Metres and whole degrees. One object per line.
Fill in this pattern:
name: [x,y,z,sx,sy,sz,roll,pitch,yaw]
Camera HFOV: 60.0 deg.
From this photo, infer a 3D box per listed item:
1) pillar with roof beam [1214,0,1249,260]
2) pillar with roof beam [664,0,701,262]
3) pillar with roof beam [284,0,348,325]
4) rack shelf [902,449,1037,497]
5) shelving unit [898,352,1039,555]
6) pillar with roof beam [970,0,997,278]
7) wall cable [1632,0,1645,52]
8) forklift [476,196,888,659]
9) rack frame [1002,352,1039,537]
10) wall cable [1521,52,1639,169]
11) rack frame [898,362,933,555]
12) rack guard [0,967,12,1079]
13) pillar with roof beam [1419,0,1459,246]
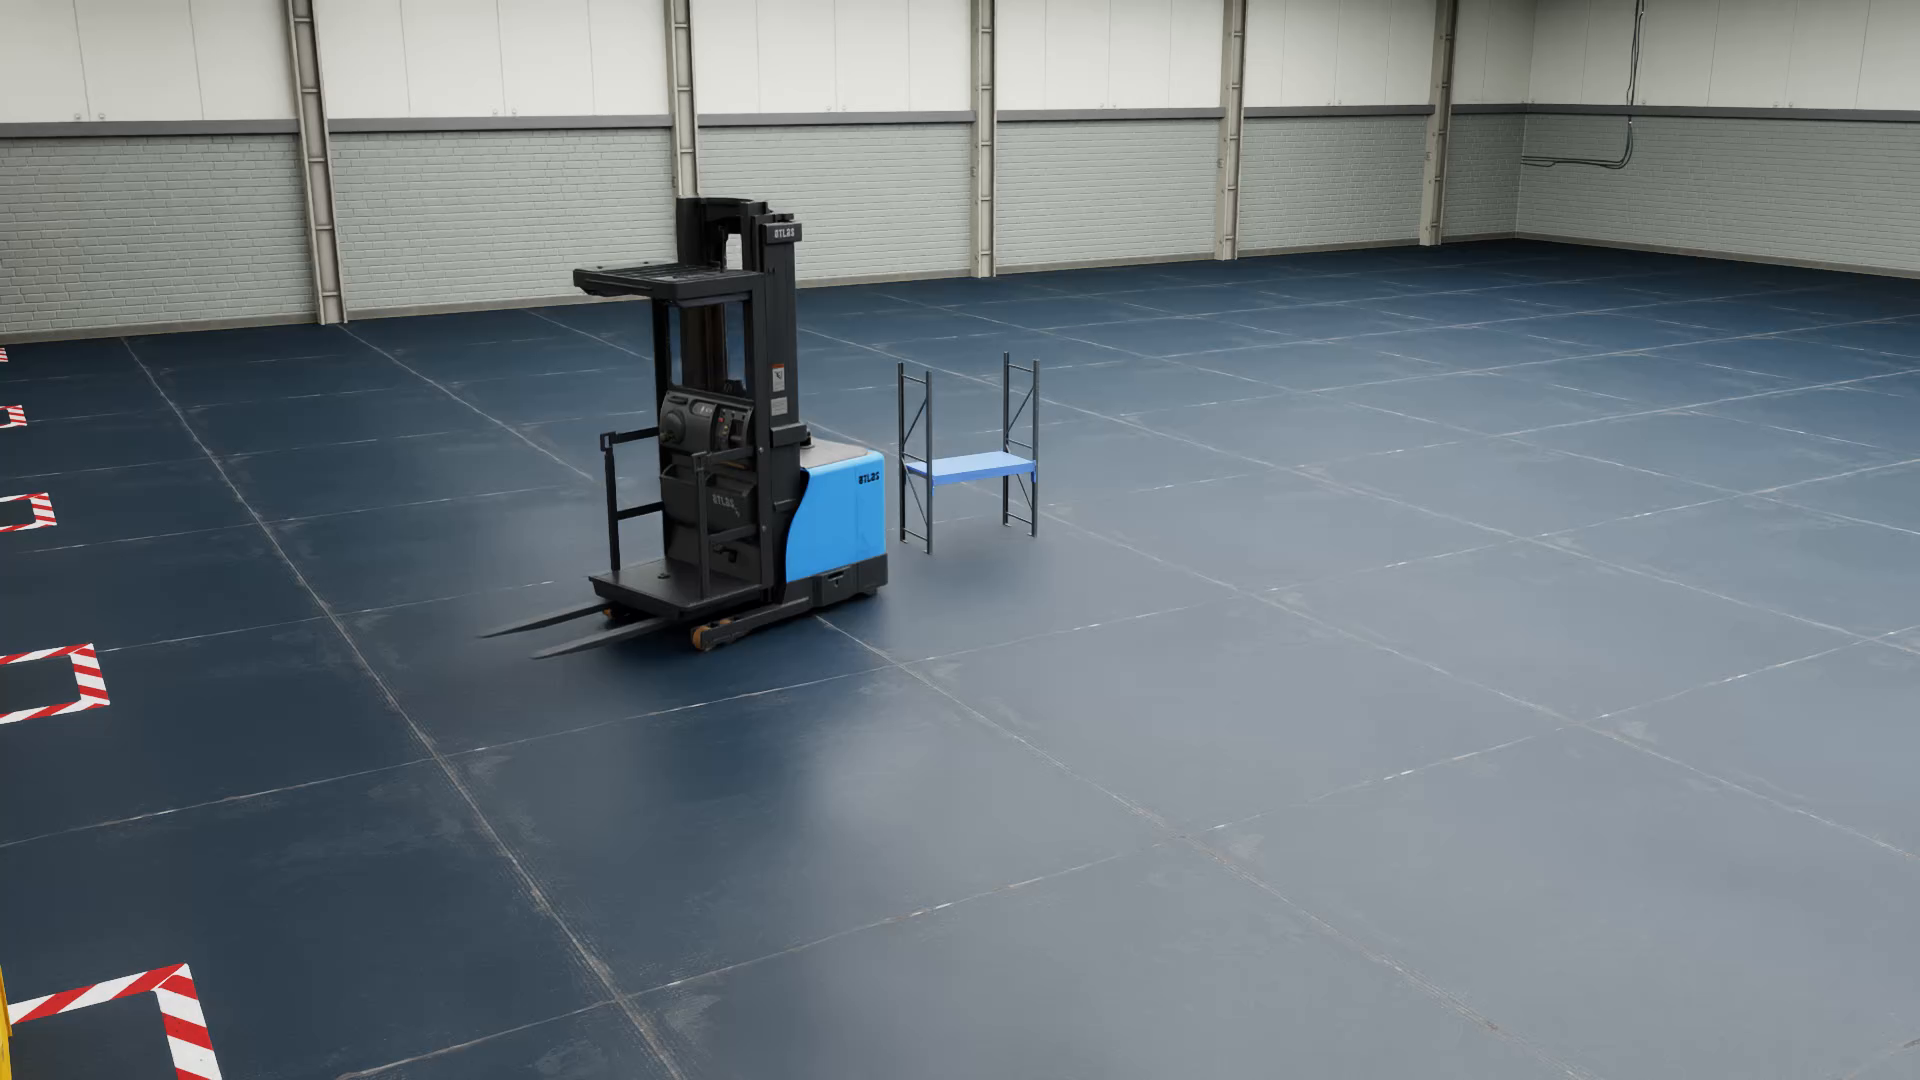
pillar with roof beam: [7.802,-9.252,30.244,0.400,9.000,9.100,-9,18,-30]
pillar with roof beam: [-2.484,-7.584,24.293,0.400,9.000,9.100,-9,18,-30]
pillar with roof beam: [-7.627,-6.750,21.318,0.400,9.000,9.100,-9,18,-30]
rack shelf: [0.073,-0.561,13.798,1.000,0.185,0.538,-9,18,-30]
shelving unit: [0.073,-0.734,13.750,1.048,1.500,0.538,-9,18,-30]
pillar with roof beam: [2.659,-8.418,27.268,0.400,9.000,9.100,-9,18,-30]
wall cable: [15.328,-11.496,34.646,0.112,2.526,3.097,-9,18,-30]
forklift: [-1.903,-0.816,11.389,1.130,2.935,3.031,14,21,40]
rack frame: [0.509,-0.805,14.002,0.032,1.500,0.500,-9,18,-30]
wall cable: [13.934,-9.691,37.561,0.112,2.526,3.097,-9,18,-30]
rack frame: [-0.363,-0.663,13.498,0.032,1.500,0.500,-9,18,-30]
rack guard: [-3.753,1.900,6.205,0.348,0.500,1.175,-9,18,-30]
pillar with roof beam: [12.945,-10.086,33.219,0.400,9.000,9.100,-9,18,-30]
